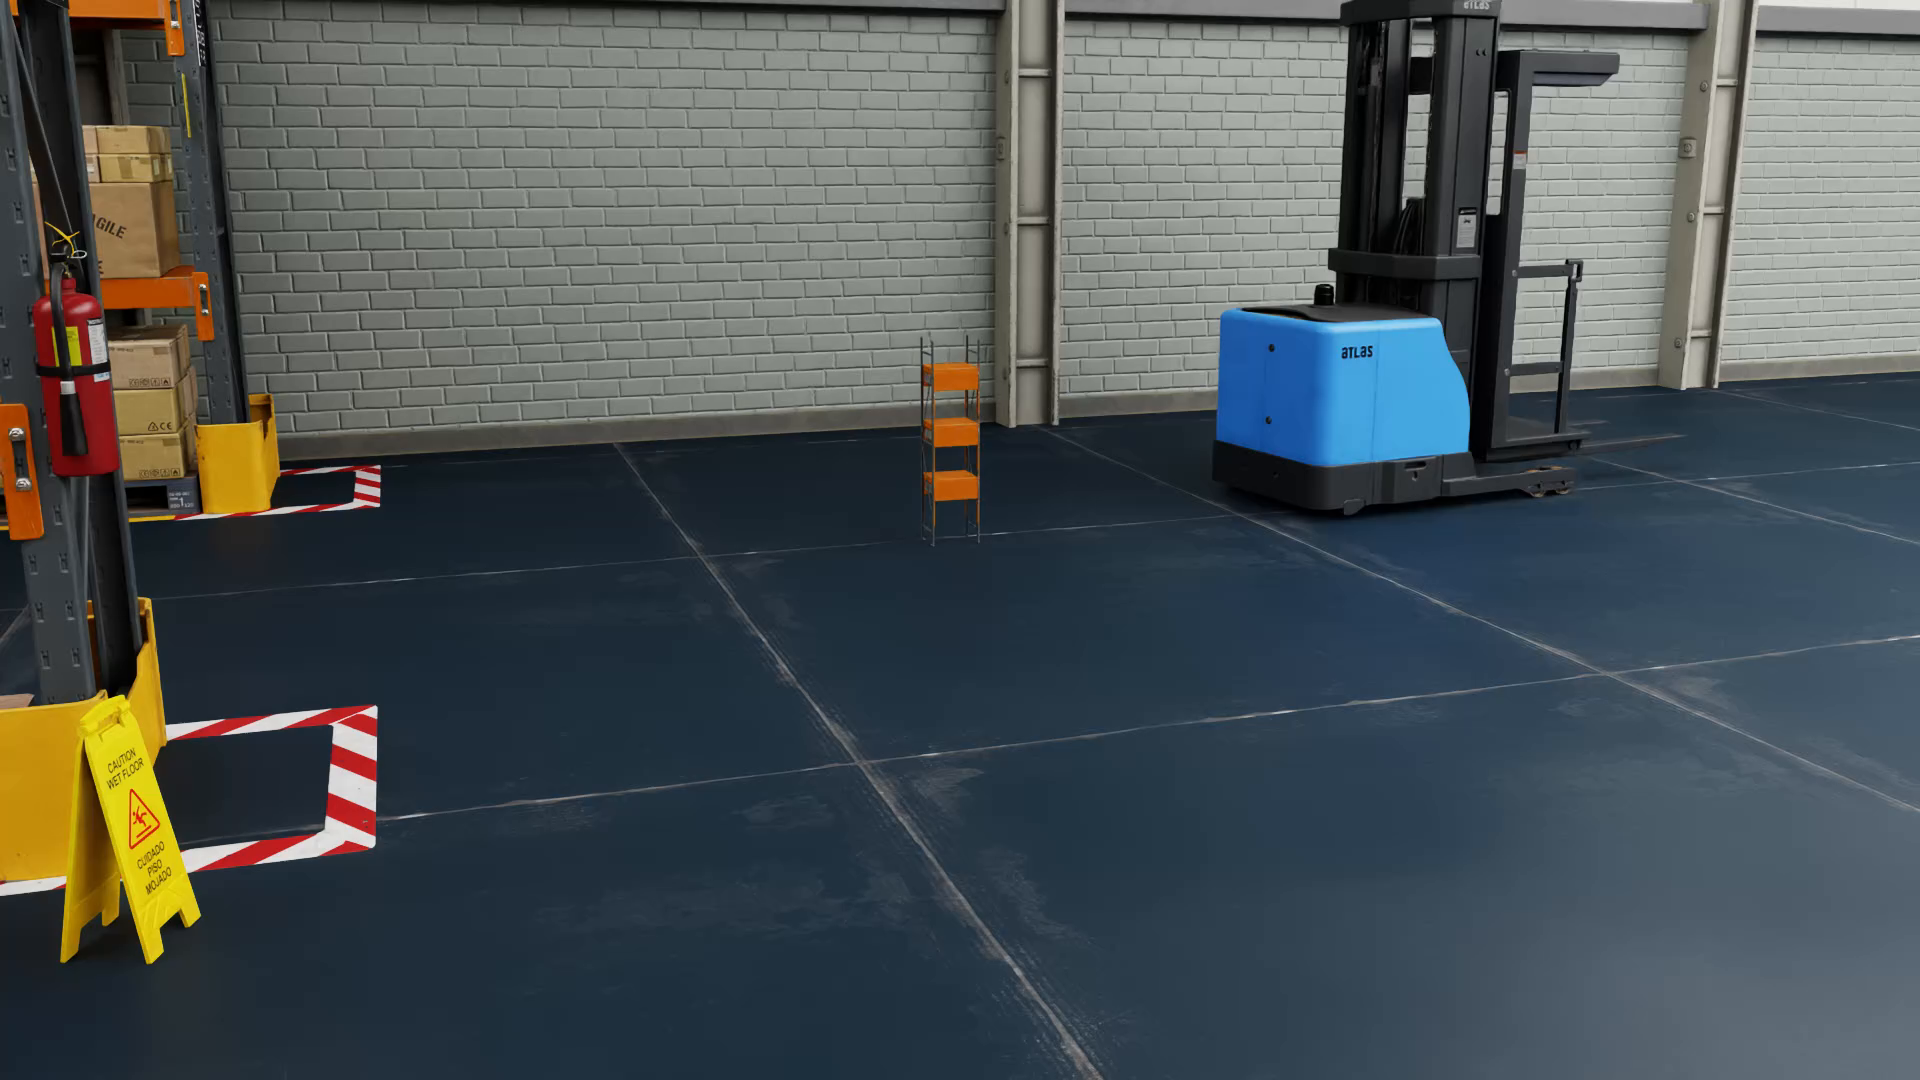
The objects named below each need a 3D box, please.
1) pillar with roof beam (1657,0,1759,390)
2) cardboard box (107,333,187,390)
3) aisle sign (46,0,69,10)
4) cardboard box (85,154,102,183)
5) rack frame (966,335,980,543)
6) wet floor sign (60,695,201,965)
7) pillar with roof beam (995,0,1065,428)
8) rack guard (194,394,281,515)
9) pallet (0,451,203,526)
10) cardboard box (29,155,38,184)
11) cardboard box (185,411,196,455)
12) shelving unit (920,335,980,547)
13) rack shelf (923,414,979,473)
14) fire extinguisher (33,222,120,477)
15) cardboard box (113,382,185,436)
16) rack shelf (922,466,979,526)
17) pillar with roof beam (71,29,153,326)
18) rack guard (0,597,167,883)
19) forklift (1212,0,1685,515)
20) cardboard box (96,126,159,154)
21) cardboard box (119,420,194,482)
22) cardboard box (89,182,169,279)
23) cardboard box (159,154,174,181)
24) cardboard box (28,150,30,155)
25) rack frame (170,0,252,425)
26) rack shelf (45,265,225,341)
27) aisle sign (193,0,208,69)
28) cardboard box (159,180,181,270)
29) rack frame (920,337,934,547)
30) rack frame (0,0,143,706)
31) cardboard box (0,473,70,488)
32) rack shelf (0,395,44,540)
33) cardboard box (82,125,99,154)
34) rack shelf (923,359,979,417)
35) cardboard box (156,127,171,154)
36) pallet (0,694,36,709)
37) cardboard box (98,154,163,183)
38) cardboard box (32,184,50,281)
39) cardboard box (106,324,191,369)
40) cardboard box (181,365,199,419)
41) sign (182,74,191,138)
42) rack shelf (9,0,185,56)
[{"bbox_3d":[7.552,-4.741,9.130,0.400,9.000,9.100,-4,14,-18],"label":"pillar with roof beam"},{"bbox_3d":[-4.584,-0.986,9.179,0.500,0.250,0.500,-4,14,-16],"label":"cardboard box"},{"bbox_3d":[-2.701,-1.984,4.884,0.004,0.787,0.394,-4,14,-18],"label":"aisle sign"},{"bbox_3d":[-4.719,-1.987,8.896,0.250,0.149,0.380,-4,14,-17],"label":"cardboard box"},{"bbox_3d":[0.065,-0.516,8.543,0.008,1.050,0.200,-4,14,-18],"label":"rack frame"},{"bbox_3d":[-2.139,0.719,4.225,0.232,0.644,0.267,0,13,1],"label":"wet floor sign"},{"bbox_3d":[1.865,-4.299,7.268,0.400,9.000,9.100,-4,14,-18],"label":"pillar with roof beam"},{"bbox_3d":[-4.225,-0.521,9.752,0.348,0.500,1.175,-4,14,-18],"label":"rack guard"},{"bbox_3d":[-4.959,-0.313,9.502,1.213,0.211,1.003,-4,14,-18],"label":"pallet"},{"bbox_3d":[-4.985,-1.981,8.872,0.250,0.149,0.380,-4,14,-17],"label":"cardboard box"},{"bbox_3d":[-4.775,-0.608,9.753,0.500,0.250,0.500,-4,14,-18],"label":"cardboard box"},{"bbox_3d":[-0.051,-0.507,8.505,0.252,1.050,0.215,-4,14,-18],"label":"shelving unit"},{"bbox_3d":[-0.051,-0.497,8.507,0.240,0.259,0.215,-4,14,-18],"label":"rack shelf"},{"bbox_3d":[-2.405,-0.517,4.499,0.183,0.674,0.296,-4,14,-18],"label":"fire extinguisher"},{"bbox_3d":[-4.609,-0.740,9.228,0.500,0.250,0.500,-5,14,-19],"label":"cardboard box"},{"bbox_3d":[-0.051,-0.226,8.571,0.240,0.259,0.215,-4,14,-18],"label":"rack shelf"},{"bbox_3d":[-3.822,-3.856,5.407,0.400,9.000,9.100,-4,14,-18],"label":"pillar with roof beam"},{"bbox_3d":[-2.733,0.575,5.145,0.348,0.500,1.175,-4,14,-18],"label":"rack guard"},{"bbox_3d":[3.045,-1.774,9.769,3.031,2.935,1.130,-7,15,-26],"label":"forklift"},{"bbox_3d":[-4.520,-2.171,9.029,0.250,0.149,0.380,-4,14,-18],"label":"cardboard box"},{"bbox_3d":[-4.592,-0.498,9.288,0.500,0.250,0.500,-4,14,-18],"label":"cardboard box"},{"bbox_3d":[-4.630,-1.690,9.049,0.500,0.500,0.500,-5,14,-19],"label":"cardboard box"},{"bbox_3d":[-4.652,-2.131,9.503,0.250,0.149,0.380,-5,14,-20],"label":"cardboard box"},{"bbox_3d":[-4.983,-2.121,8.817,0.250,0.149,0.380,-4,14,-17],"label":"cardboard box"},{"bbox_3d":[-4.247,-1.735,9.455,0.127,3.000,1.000,-4,14,-18],"label":"rack frame"},{"bbox_3d":[-6.143,-1.238,8.918,4.000,0.370,1.077,-4,14,-18],"label":"rack shelf"},{"bbox_3d":[-4.091,-2.940,8.904,0.004,0.787,0.394,-4,14,-18],"label":"aisle sign"},{"bbox_3d":[-4.806,-1.808,9.546,0.500,0.500,0.500,-4,14,-16],"label":"cardboard box"},{"bbox_3d":[-0.166,-0.498,8.467,0.008,1.050,0.200,-4,14,-18],"label":"rack frame"},{"bbox_3d":[-2.661,-0.647,4.880,0.127,3.000,1.000,-4,14,-18],"label":"rack frame"},{"bbox_3d":[-5.066,-0.463,9.142,0.500,0.250,0.500,-4,14,-18],"label":"cardboard box"},{"bbox_3d":[-4.556,-0.149,4.342,4.000,0.370,1.077,-4,14,-18],"label":"rack shelf"},{"bbox_3d":[-4.744,-2.146,8.924,0.250,0.149,0.380,-4,14,-18],"label":"cardboard box"},{"bbox_3d":[-0.051,-0.773,8.441,0.240,0.259,0.215,-4,14,-18],"label":"rack shelf"},{"bbox_3d":[-4.634,-2.266,9.427,0.250,0.149,0.380,-5,14,-19],"label":"cardboard box"},{"bbox_3d":[-3.514,0.768,4.959,1.213,0.211,1.003,-4,14,-18],"label":"pallet"},{"bbox_3d":[-4.487,-2.012,9.003,0.250,0.149,0.380,-4,14,-17],"label":"cardboard box"},{"bbox_3d":[-5.125,-1.654,8.897,0.500,0.500,0.500,-4,14,-16],"label":"cardboard box"},{"bbox_3d":[-4.763,-1.094,9.635,0.500,0.250,0.500,-5,14,-19],"label":"cardboard box"},{"bbox_3d":[-4.759,-0.856,9.713,0.500,0.250,0.500,-4,14,-17],"label":"cardboard box"},{"bbox_3d":[-4.088,-2.294,8.789,0.005,0.325,0.100,-4,14,-18],"label":"sign"},{"bbox_3d":[-6.143,-2.697,8.571,4.000,0.370,1.077,-4,14,-18],"label":"rack shelf"}]
